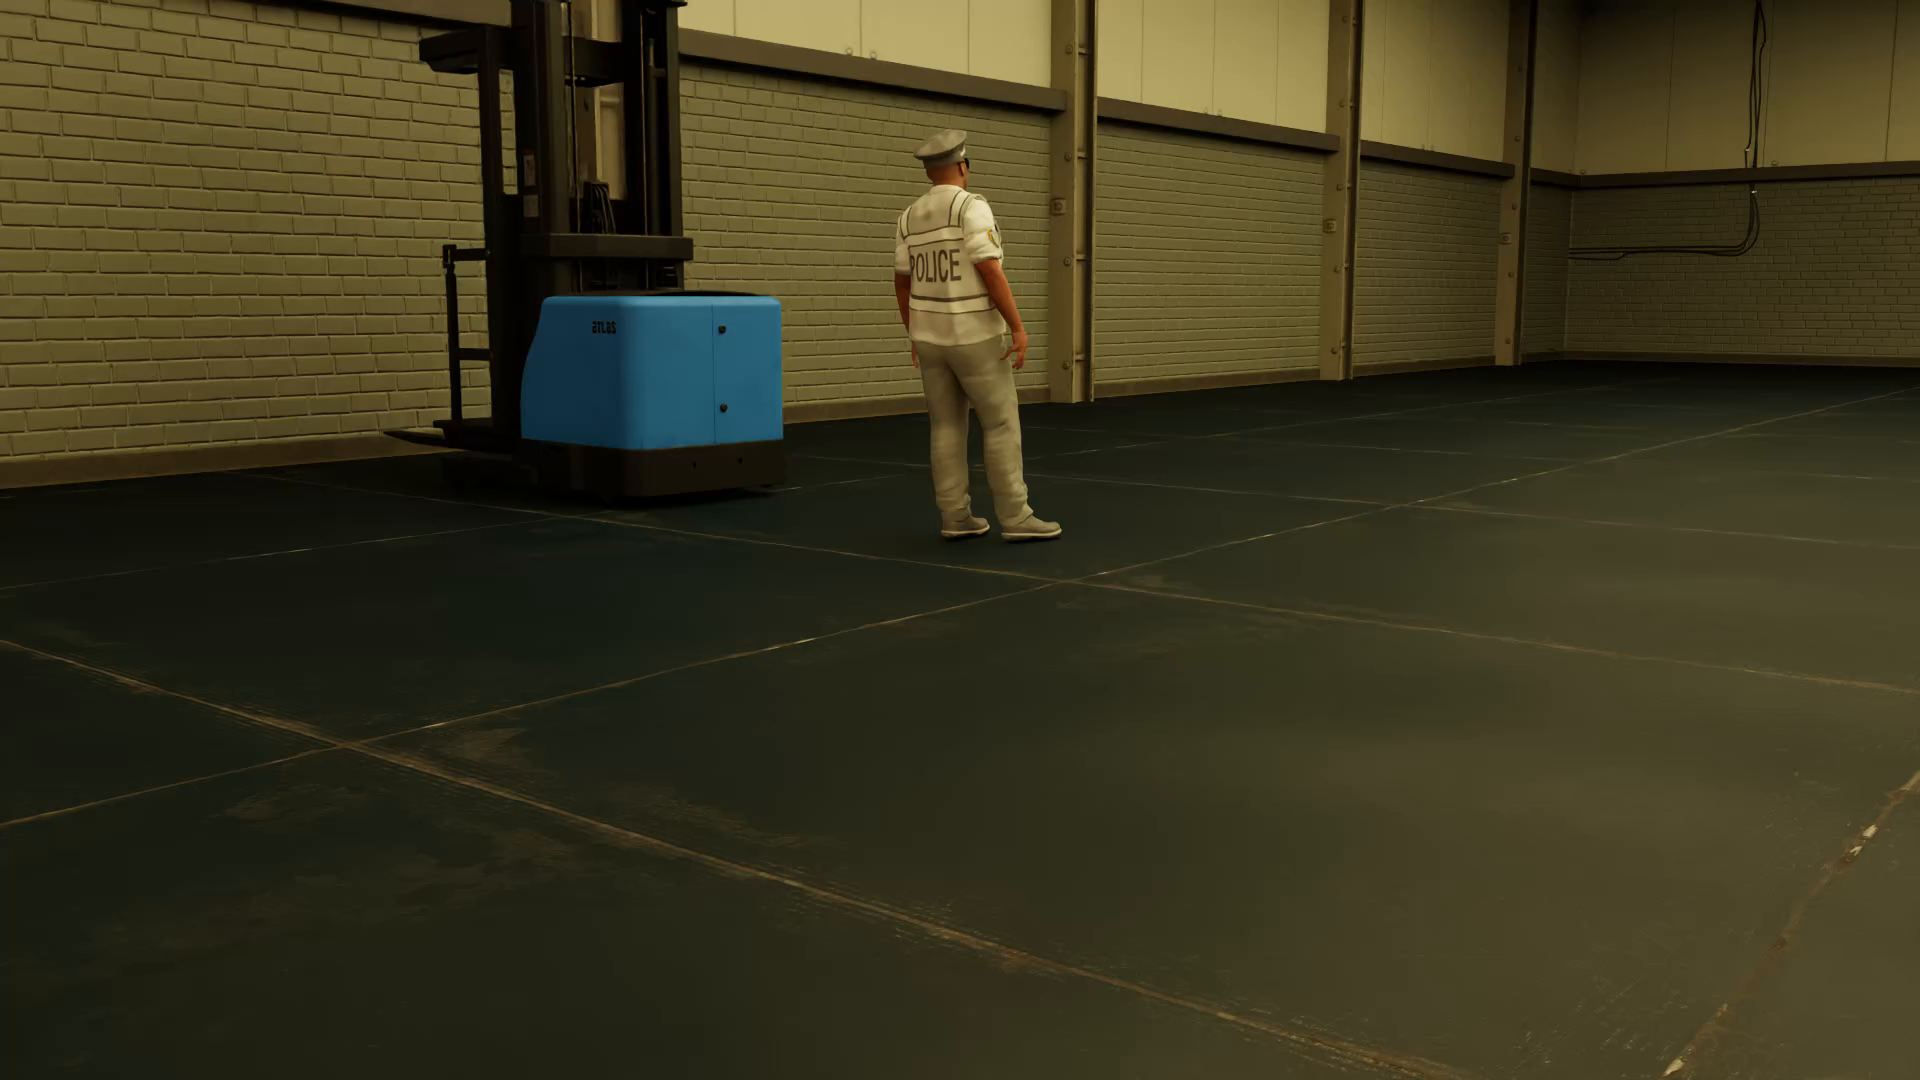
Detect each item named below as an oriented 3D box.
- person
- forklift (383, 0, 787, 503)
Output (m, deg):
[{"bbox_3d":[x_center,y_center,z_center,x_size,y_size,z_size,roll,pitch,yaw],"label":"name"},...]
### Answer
[{"bbox_3d":[0.058,-0.896,7.327,0.640,1.781,0.575,7,11,38],"label":"person"},{"bbox_3d":[-2.347,-1.794,9.541,3.031,2.935,1.130,8,12,44],"label":"forklift"}]
